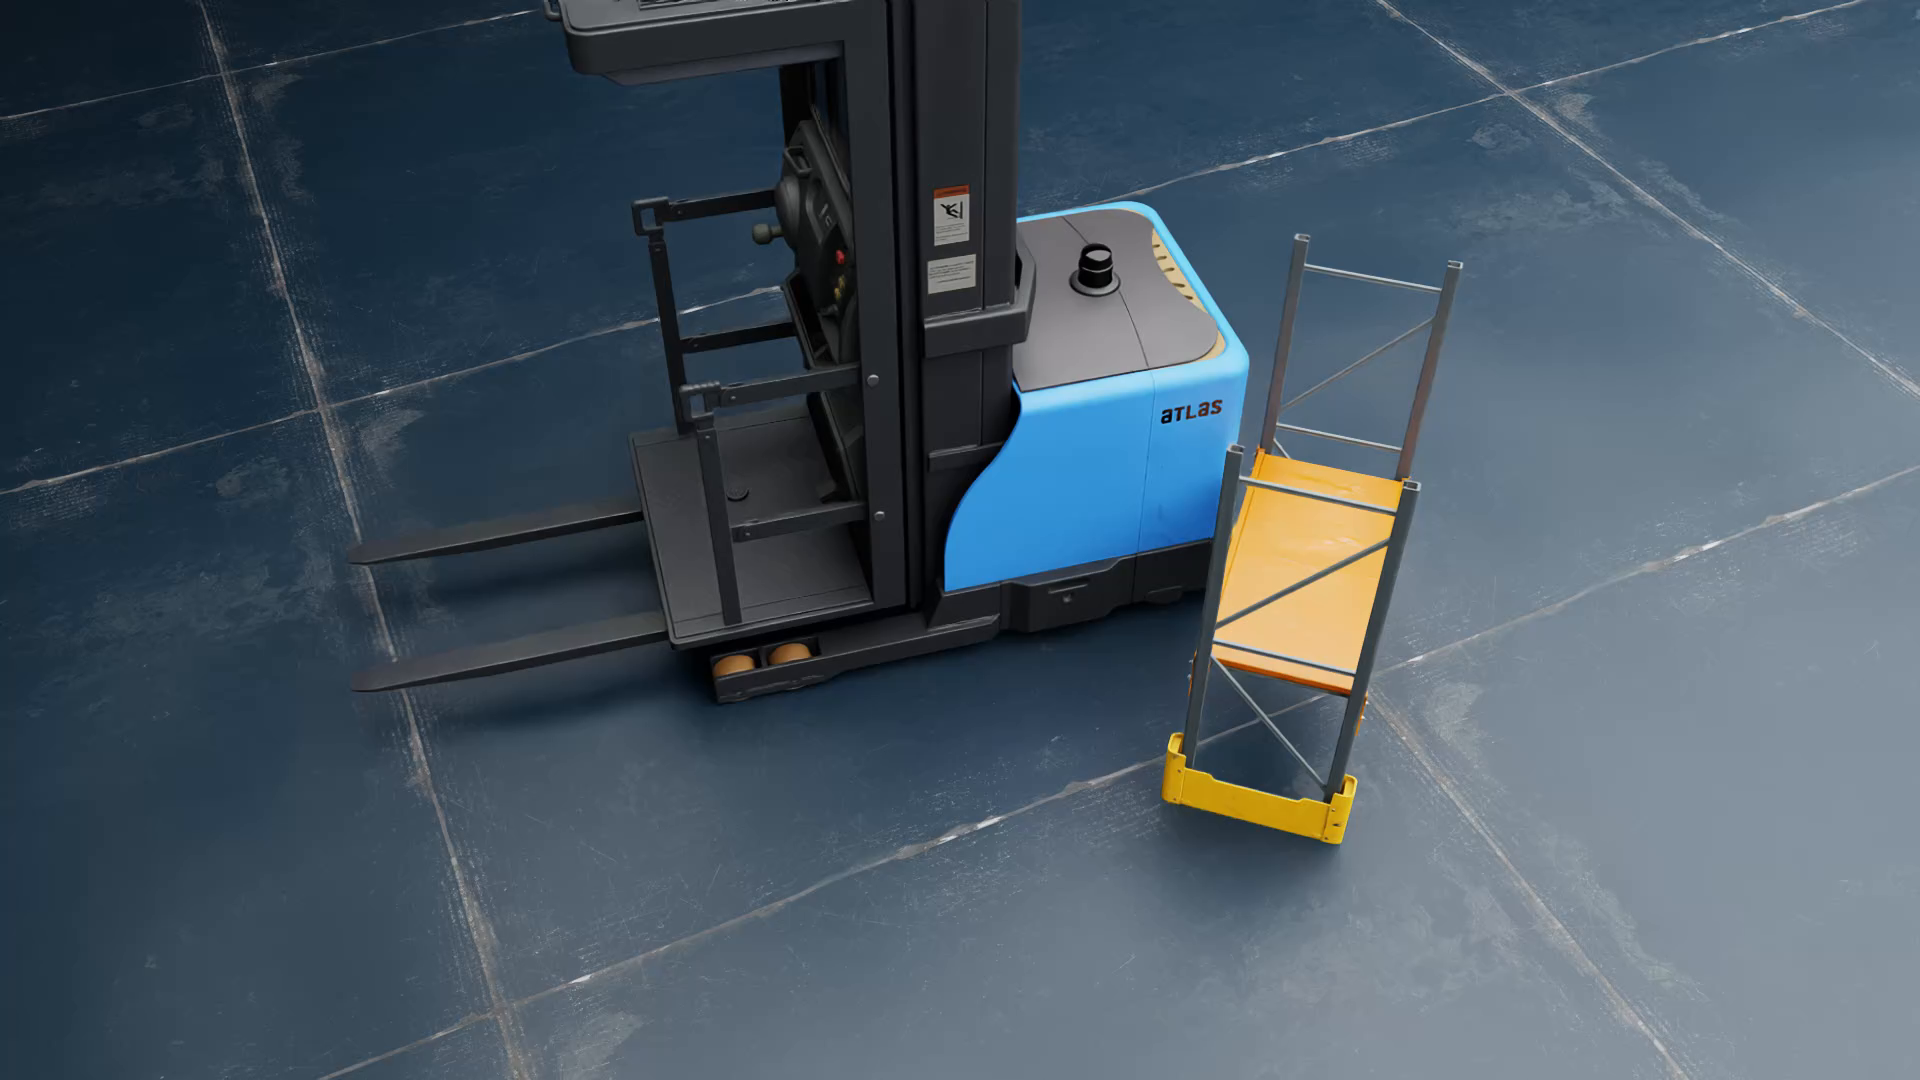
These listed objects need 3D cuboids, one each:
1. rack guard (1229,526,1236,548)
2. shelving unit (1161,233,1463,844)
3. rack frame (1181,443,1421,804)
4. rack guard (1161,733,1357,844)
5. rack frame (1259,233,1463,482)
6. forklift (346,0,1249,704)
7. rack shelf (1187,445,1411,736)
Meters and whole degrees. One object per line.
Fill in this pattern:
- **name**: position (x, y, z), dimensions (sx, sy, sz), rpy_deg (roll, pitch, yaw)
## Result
- **rack guard**: position (1.250, 0.123, 5.947), dimensions (0.587, 0.250, 0.087), rpy_deg (13, 46, 13)
- **shelving unit**: position (1.095, 0.011, 5.171), dimensions (0.587, 1.500, 1.083), rpy_deg (13, 46, 13)
- **rack frame**: position (0.940, 0.344, 4.834), dimensions (0.500, 1.500, 0.032), rpy_deg (13, 46, 13)
- **rack guard**: position (0.940, 0.788, 5.274), dimensions (0.587, 0.250, 0.087), rpy_deg (13, 46, 13)
- **rack frame**: position (1.256, -0.335, 5.522), dimensions (0.500, 1.500, 0.032), rpy_deg (13, 46, 13)
- **forklift**: position (-0.626, -0.906, 5.081), dimensions (3.031, 2.935, 1.130), rpy_deg (-11, 46, -11)
- **rack shelf**: position (1.098, 0.133, 5.304), dimensions (0.538, 0.185, 1.000), rpy_deg (13, 46, 13)
